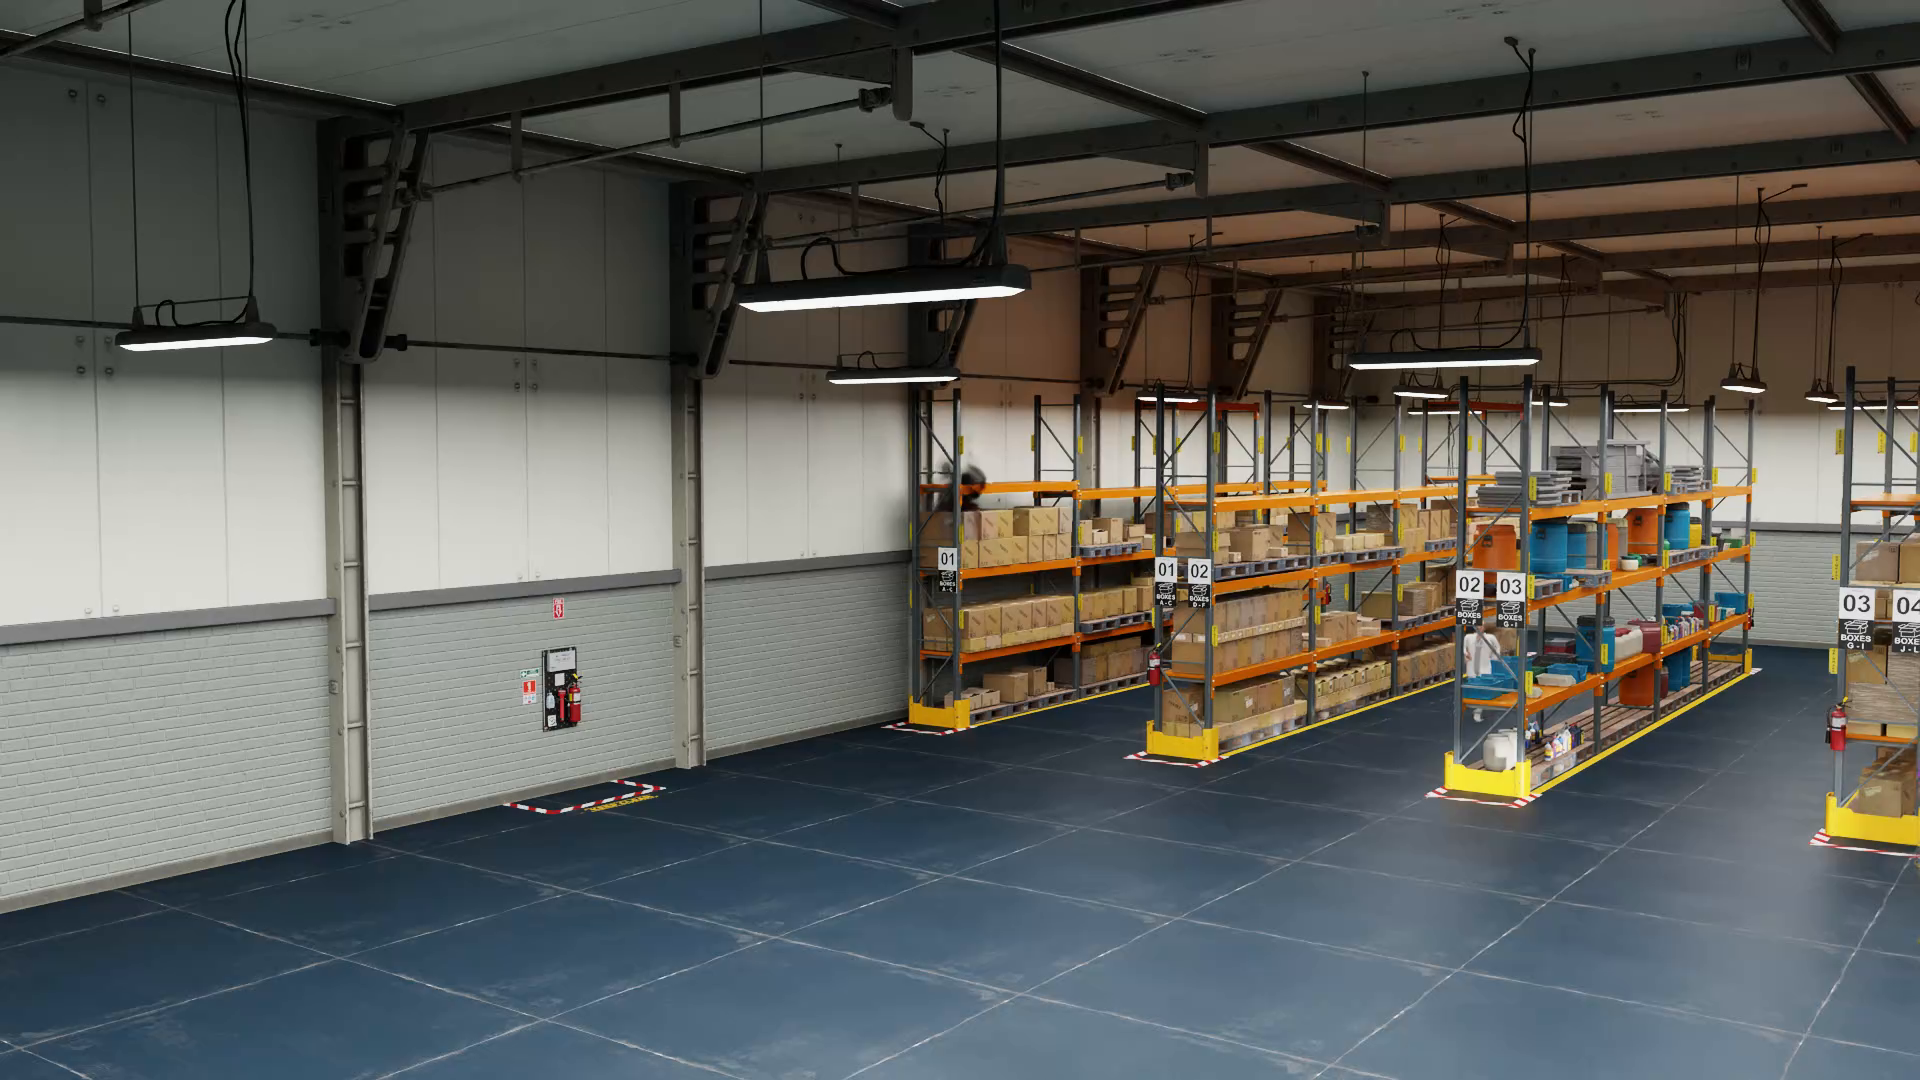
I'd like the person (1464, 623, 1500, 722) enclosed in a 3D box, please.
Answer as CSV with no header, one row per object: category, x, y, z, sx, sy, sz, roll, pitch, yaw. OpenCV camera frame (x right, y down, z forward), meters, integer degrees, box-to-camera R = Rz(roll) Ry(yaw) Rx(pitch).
person,9.484,2.373,30.453,0.698,1.800,0.984,2,4,29
